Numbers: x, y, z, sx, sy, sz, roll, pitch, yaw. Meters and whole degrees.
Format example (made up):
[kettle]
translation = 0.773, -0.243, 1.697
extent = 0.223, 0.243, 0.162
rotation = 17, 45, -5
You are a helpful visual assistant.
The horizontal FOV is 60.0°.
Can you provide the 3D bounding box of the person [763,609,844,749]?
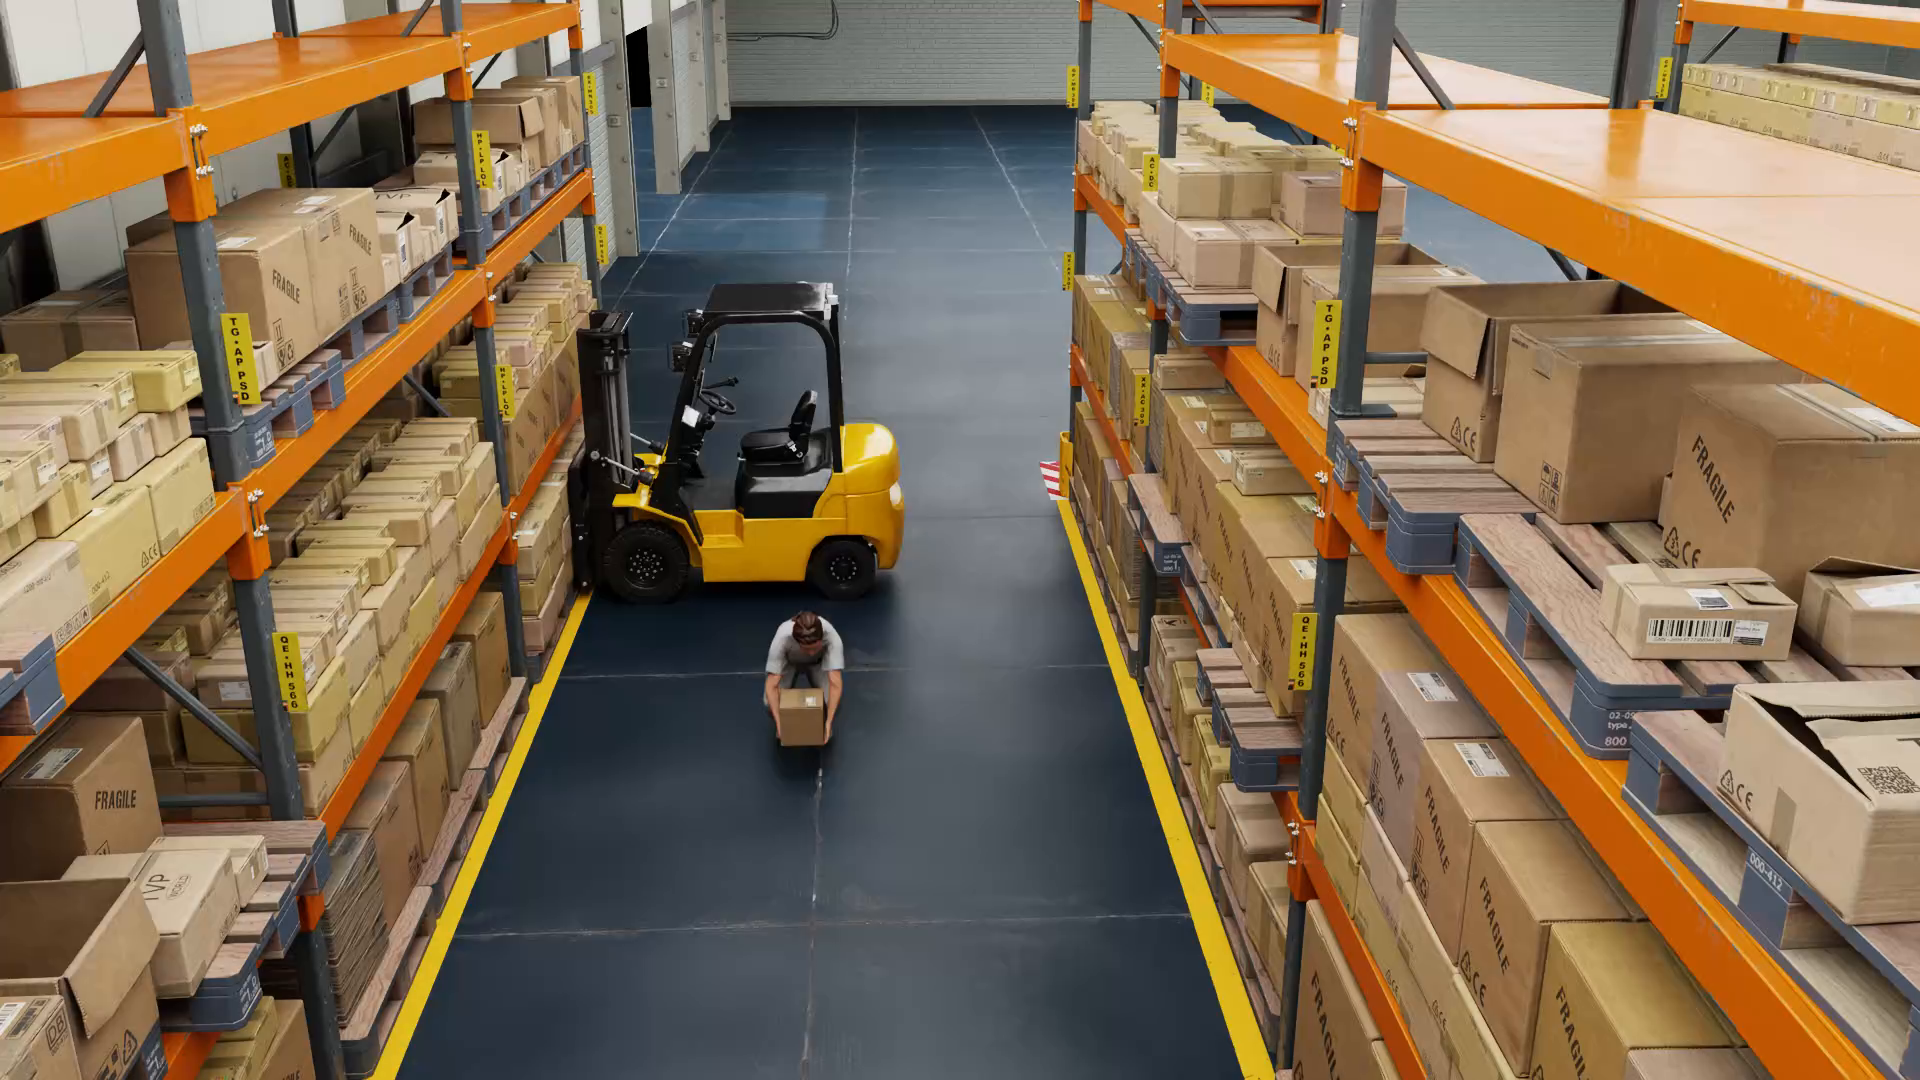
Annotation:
[person]
translation = -0.939, 0.794, 10.023
extent = 0.490, 0.932, 0.805
rotation = -1, 21, -3
